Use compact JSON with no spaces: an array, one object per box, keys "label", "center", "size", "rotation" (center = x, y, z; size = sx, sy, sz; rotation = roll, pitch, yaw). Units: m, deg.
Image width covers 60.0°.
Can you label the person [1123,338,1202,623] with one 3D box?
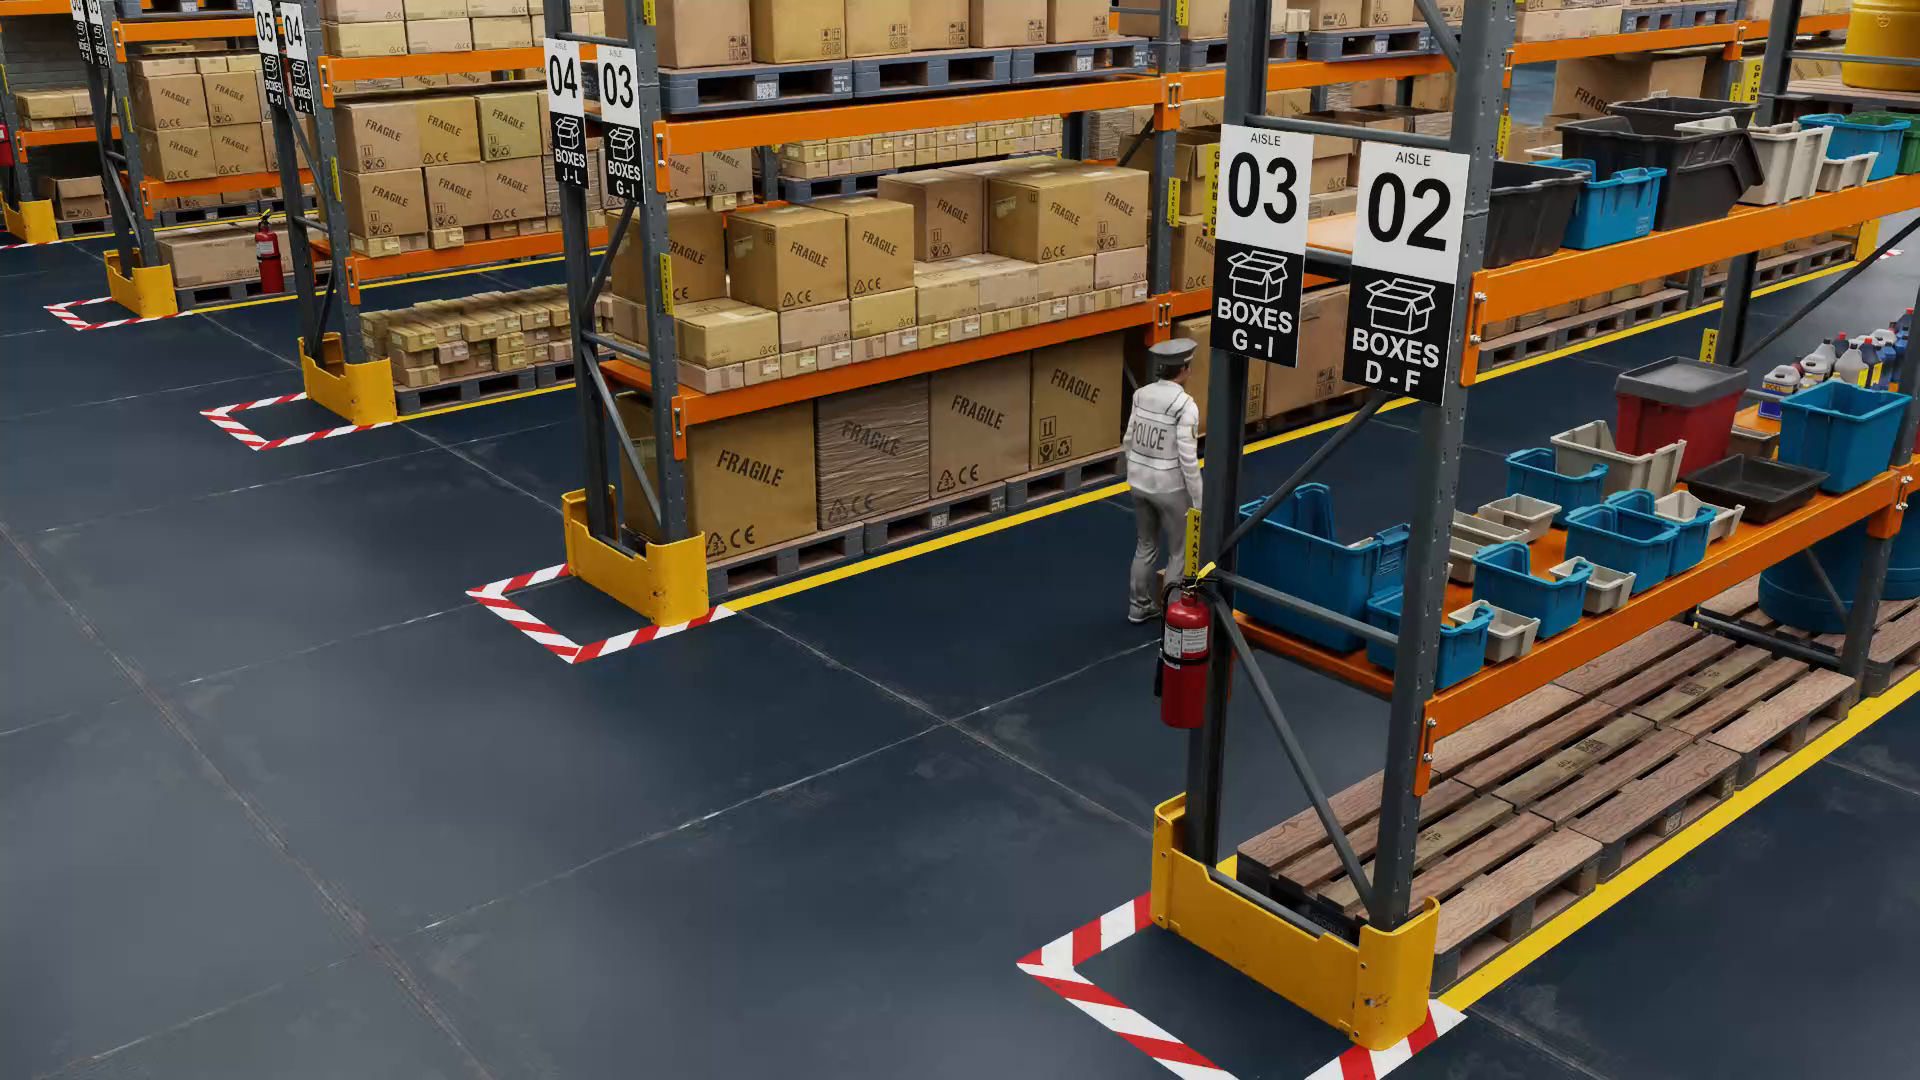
[{"label":"person","center":[1.143,-0.291,9.332],"size":[0.375,1.663,0.527],"rotation":[-17,27,-38]}]
